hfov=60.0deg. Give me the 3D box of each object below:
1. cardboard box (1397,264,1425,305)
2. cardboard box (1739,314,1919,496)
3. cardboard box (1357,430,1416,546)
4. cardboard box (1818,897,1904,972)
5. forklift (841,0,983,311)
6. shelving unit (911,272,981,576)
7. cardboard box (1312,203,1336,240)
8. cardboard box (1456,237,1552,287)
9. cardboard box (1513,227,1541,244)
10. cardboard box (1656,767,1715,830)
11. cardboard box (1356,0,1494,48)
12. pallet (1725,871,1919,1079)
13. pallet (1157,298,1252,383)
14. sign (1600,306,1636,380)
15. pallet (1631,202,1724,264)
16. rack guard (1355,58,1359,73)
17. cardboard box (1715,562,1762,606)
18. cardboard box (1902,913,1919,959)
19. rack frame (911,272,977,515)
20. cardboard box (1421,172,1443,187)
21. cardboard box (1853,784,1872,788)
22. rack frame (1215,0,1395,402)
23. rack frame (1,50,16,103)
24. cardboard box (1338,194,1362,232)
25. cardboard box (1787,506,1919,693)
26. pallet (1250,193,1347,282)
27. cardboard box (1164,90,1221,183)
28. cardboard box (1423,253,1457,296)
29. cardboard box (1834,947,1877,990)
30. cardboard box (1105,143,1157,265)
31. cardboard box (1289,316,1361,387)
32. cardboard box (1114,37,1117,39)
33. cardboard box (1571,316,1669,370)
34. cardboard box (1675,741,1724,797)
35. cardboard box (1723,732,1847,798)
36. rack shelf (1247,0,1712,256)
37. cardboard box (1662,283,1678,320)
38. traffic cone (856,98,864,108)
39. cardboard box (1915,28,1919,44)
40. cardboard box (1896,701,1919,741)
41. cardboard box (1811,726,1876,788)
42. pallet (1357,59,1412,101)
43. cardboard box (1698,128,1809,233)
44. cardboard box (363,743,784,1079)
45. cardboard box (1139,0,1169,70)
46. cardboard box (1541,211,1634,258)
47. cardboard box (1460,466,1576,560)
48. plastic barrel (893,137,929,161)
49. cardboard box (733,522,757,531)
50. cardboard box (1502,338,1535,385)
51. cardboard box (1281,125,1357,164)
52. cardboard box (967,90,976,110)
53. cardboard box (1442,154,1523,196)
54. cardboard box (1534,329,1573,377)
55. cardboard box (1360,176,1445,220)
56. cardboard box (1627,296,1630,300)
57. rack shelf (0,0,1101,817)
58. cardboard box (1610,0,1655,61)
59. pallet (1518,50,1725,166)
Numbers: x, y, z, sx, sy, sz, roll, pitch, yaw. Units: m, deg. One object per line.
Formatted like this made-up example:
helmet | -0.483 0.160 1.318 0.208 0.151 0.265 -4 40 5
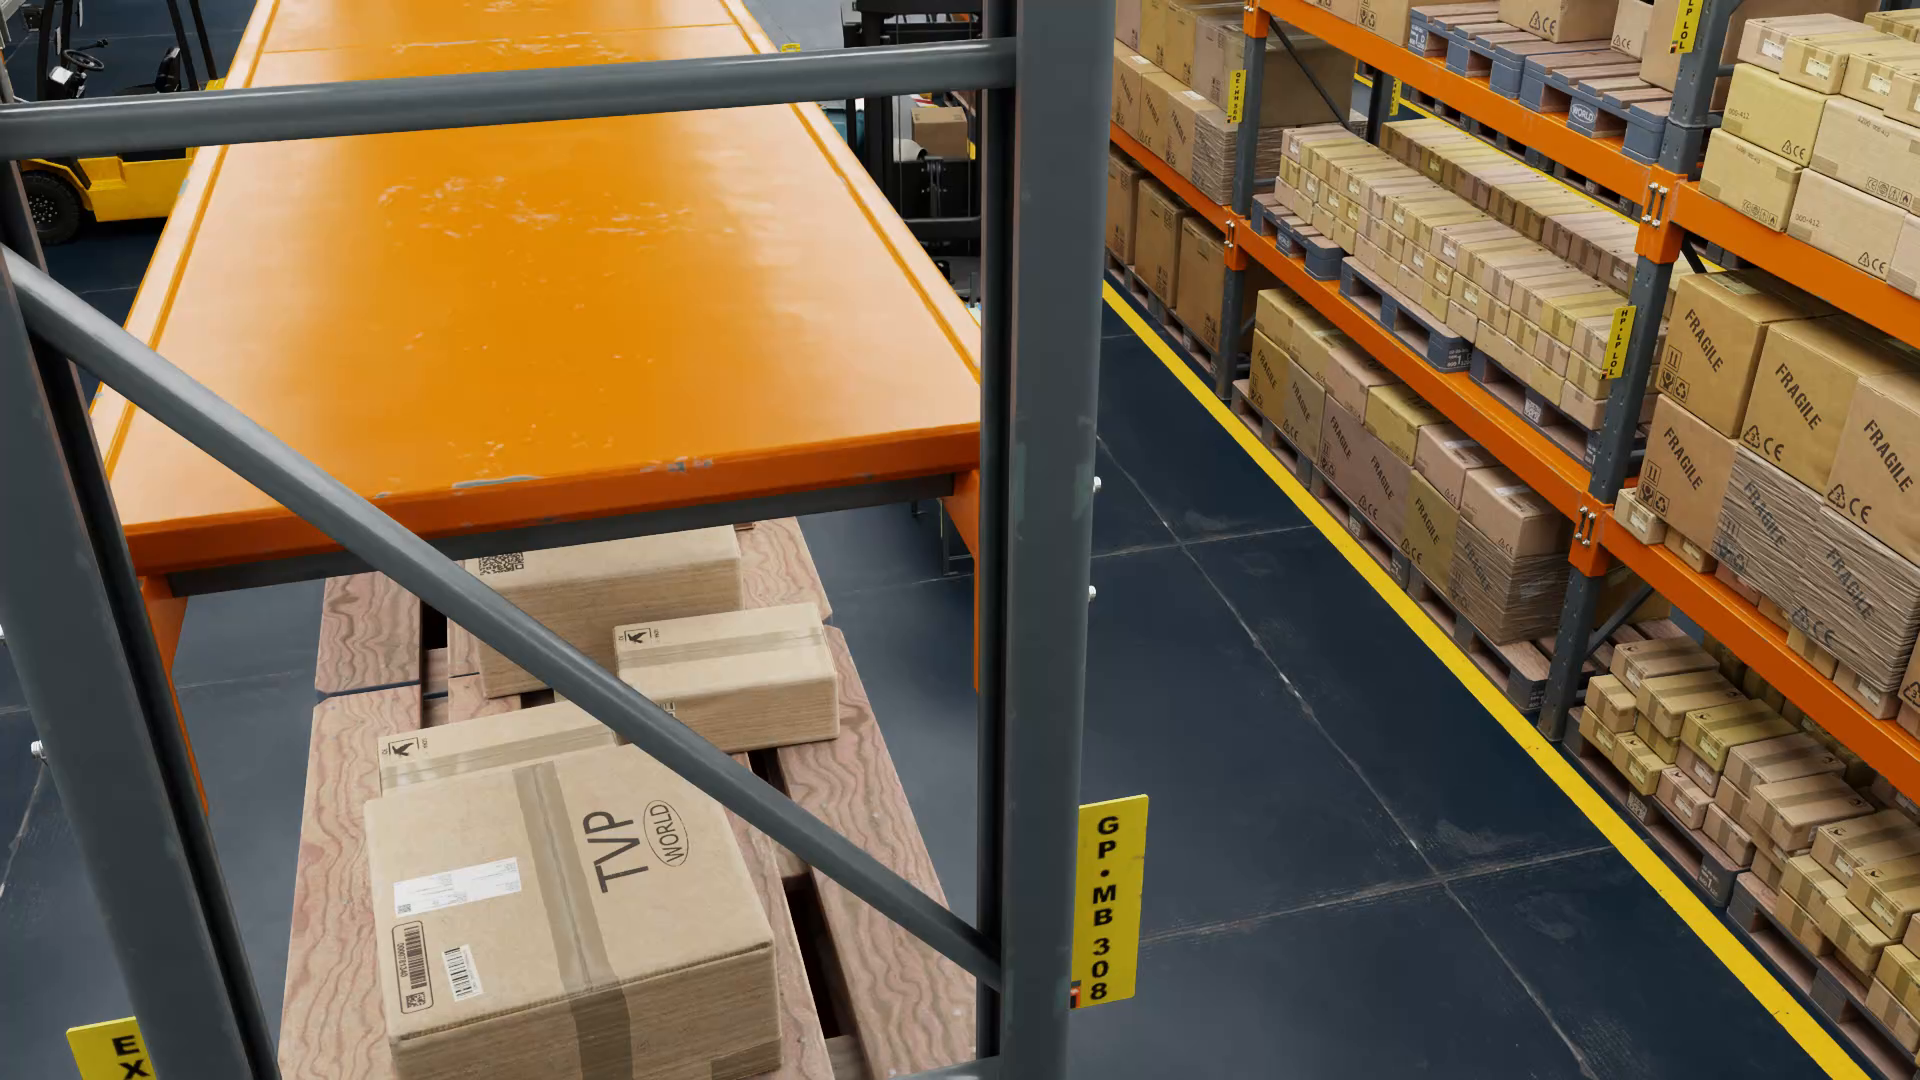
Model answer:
cardboard box | 2.605 -1.405 9.014 0.380 0.149 0.250 -9 31 -15
cardboard box | 3.358 -0.515 6.250 0.500 0.500 0.500 -9 31 -15
cardboard box | 2.614 -0.329 9.399 0.500 0.500 0.500 -9 31 -14
cardboard box | 3.528 1.475 6.337 0.380 0.149 0.250 -8 31 -13
forklift | -0.207 -2.470 11.091 1.130 2.935 3.031 -2 30 -4
shelving unit | -0.002 -0.652 9.380 0.431 1.500 0.755 -8 31 -13
cardboard box | 2.327 -1.911 9.888 0.380 0.149 0.250 -6 31 -11
cardboard box | 2.756 -1.408 8.425 0.380 0.149 0.250 -9 31 -15
cardboard box | 3.243 -1.617 9.084 0.380 0.149 0.250 -8 31 -14
cardboard box | 3.295 1.104 7.275 0.380 0.149 0.250 -8 31 -14
cardboard box | 2.432 -2.889 8.654 0.500 0.500 0.500 -8 31 -13
pallet | 3.861 1.708 6.588 1.003 0.211 1.213 -8 31 -13
pallet | 2.123 -1.524 12.173 1.003 0.211 1.213 -8 31 -13
sign | 2.787 -0.834 7.041 0.100 0.325 0.005 -8 31 -13
pallet | 6.542 -2.710 14.221 1.003 0.211 1.213 -8 31 -13
rack guard | 4.965 -5.696 19.093 1.175 0.500 0.348 -8 31 -13
cardboard box | 3.343 0.117 6.804 0.380 0.149 0.250 -9 31 -15
cardboard box | 3.700 1.461 6.065 0.380 0.149 0.250 -9 31 -15
rack frame | -0.099 -0.829 9.685 0.400 1.500 0.023 -8 31 -13
cardboard box | 2.975 -2.109 9.934 0.380 0.149 0.250 -7 31 -12
cardboard box | 3.855 1.015 7.132 0.380 0.149 0.250 -8 31 -13
rack frame | 2.260 -2.341 10.799 1.000 3.000 0.127 -8 31 -13
rack frame | -9.394 -4.836 15.110 1.000 3.000 0.127 -8 31 -13
cardboard box | 2.410 -1.901 9.575 0.380 0.149 0.250 -8 31 -13
cardboard box | 3.447 0.178 6.051 0.500 0.500 0.500 -9 31 -14
pallet | 2.552 -1.927 10.277 1.213 0.211 1.003 -8 31 -13
cardboard box | 1.750 -2.807 11.505 0.500 0.500 0.500 -8 31 -13
cardboard box | 2.672 -1.412 8.731 0.380 0.149 0.250 -8 31 -13
cardboard box | 3.635 1.600 6.418 0.380 0.149 0.250 -7 31 -12
cardboard box | 1.702 -2.726 13.292 1.050 0.750 0.750 -8 31 -13
cardboard box | 2.344 -1.155 10.078 0.500 0.250 0.500 -8 31 -14
cardboard box | 1.213 -3.782 13.190 0.500 0.500 0.500 -8 31 -13
cardboard box | 3.027 -0.907 7.560 0.380 0.149 0.250 -6 31 -11
cardboard box | 3.362 0.956 7.234 0.380 0.149 0.250 -8 31 -14
cardboard box | 3.435 0.959 6.931 0.380 0.149 0.250 -9 31 -15
rack shelf | 2.791 -2.361 8.559 1.077 0.370 4.000 -8 31 -13
cardboard box | 3.580 -1.124 7.936 0.380 0.149 0.250 -7 31 -12
traffic cone | -1.092 -4.661 17.341 0.336 0.463 0.334 -8 31 -13
cardboard box | 3.748 -1.790 6.106 0.380 0.149 0.250 -7 31 -12
cardboard box | 3.593 0.633 5.912 0.380 0.149 0.250 -7 31 -11
cardboard box | 3.839 0.896 7.040 0.380 0.149 0.250 -7 31 -12
pallet | 5.147 -5.174 18.479 1.003 0.211 1.213 -8 31 -13
cardboard box | 3.190 -1.383 6.301 0.500 0.250 0.500 -6 31 -11
cardboard box | -0.569 0.567 2.413 0.500 0.250 0.500 -11 32 -18
cardboard box | 1.740 -3.773 12.176 0.700 0.500 0.500 -8 31 -14
cardboard box | 3.316 -1.615 8.783 0.380 0.149 0.250 -7 31 -11
cardboard box | 2.880 -0.159 8.358 0.500 0.250 0.500 -9 31 -15
plastic barrel | -0.582 -3.501 15.377 0.512 0.421 0.421 13 32 21
cardboard box | -0.753 -0.330 3.712 0.500 0.500 0.500 -7 31 -12
cardboard box | 2.891 -0.893 8.130 0.380 0.149 0.250 -8 31 -13
cardboard box | 2.197 -2.420 10.174 0.380 0.149 0.250 -8 31 -13
cardboard box | 0.616 -4.723 16.617 0.875 0.875 0.875 -8 31 -14
cardboard box | 3.040 -2.119 9.654 0.380 0.149 0.250 -7 31 -12
cardboard box | 2.954 -0.903 7.851 0.380 0.149 0.250 -8 31 -13
cardboard box | 2.474 -1.915 9.302 0.380 0.149 0.250 -6 31 -11
cardboard box | 3.521 -1.111 8.210 0.380 0.149 0.250 -7 31 -12
rack shelf | -0.893 -0.848 3.349 1.077 0.370 4.000 -8 31 -13
cardboard box | 3.290 -2.303 7.410 0.500 0.311 0.500 -8 31 -14
pallet | 3.260 -1.938 7.297 1.213 0.211 1.003 -8 31 -13
